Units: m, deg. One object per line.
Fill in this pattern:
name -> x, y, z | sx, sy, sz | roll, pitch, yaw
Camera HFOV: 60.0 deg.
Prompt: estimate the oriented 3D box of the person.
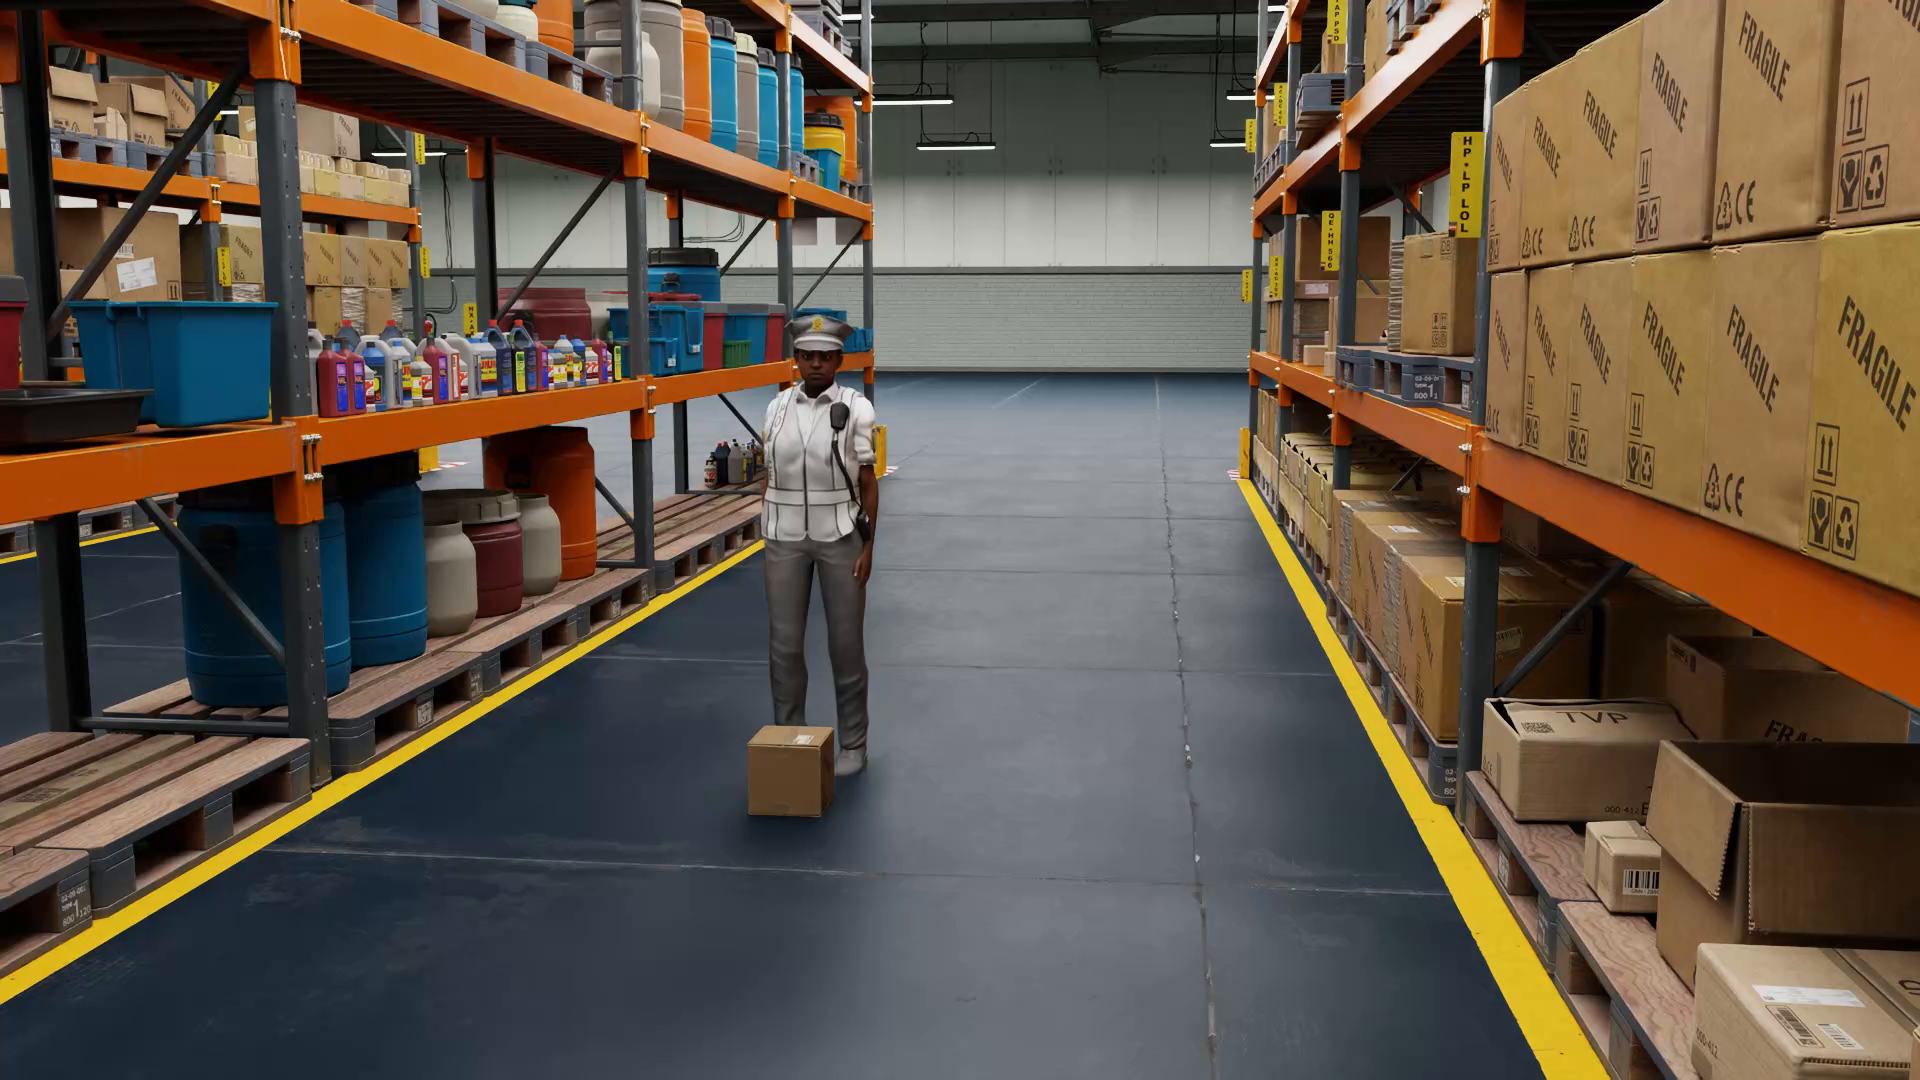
person -> -0.515, 0.033, 6.086 | 0.435, 1.696, 0.343 | 1, 8, 8
